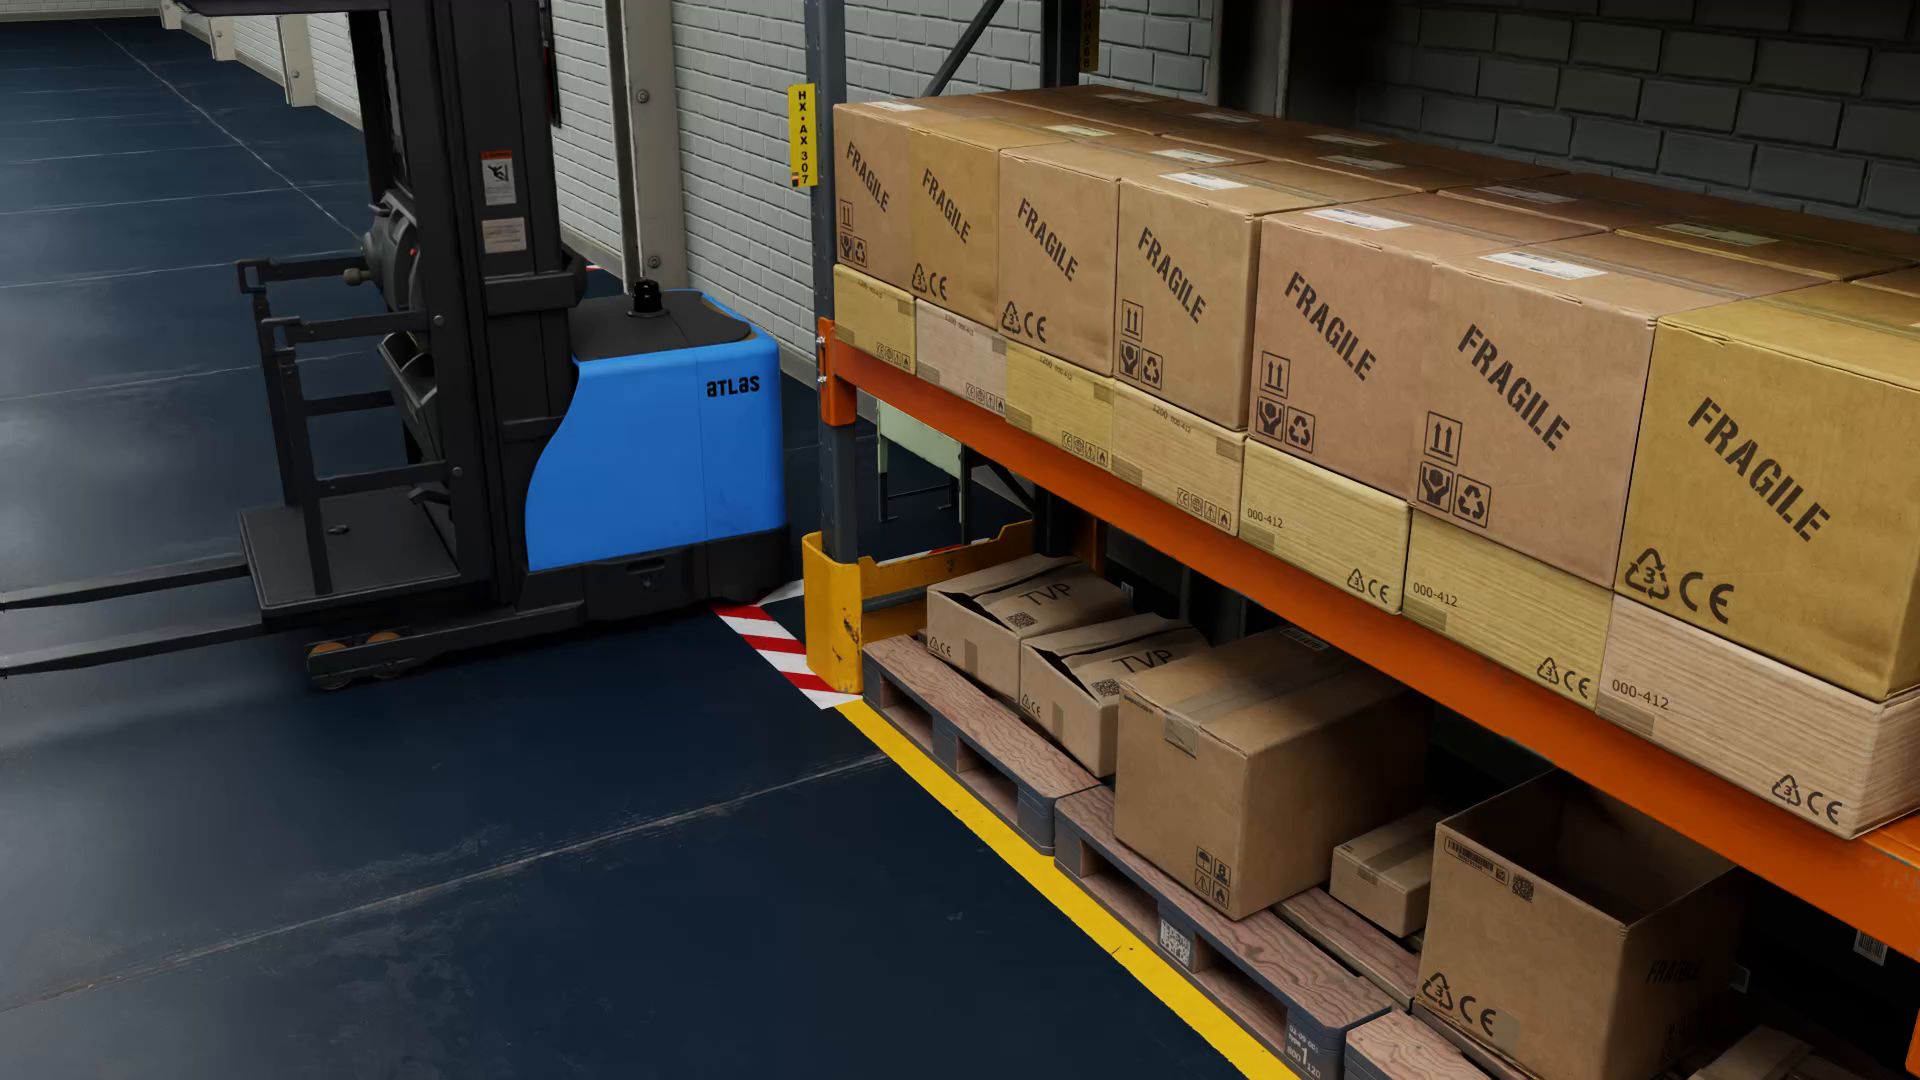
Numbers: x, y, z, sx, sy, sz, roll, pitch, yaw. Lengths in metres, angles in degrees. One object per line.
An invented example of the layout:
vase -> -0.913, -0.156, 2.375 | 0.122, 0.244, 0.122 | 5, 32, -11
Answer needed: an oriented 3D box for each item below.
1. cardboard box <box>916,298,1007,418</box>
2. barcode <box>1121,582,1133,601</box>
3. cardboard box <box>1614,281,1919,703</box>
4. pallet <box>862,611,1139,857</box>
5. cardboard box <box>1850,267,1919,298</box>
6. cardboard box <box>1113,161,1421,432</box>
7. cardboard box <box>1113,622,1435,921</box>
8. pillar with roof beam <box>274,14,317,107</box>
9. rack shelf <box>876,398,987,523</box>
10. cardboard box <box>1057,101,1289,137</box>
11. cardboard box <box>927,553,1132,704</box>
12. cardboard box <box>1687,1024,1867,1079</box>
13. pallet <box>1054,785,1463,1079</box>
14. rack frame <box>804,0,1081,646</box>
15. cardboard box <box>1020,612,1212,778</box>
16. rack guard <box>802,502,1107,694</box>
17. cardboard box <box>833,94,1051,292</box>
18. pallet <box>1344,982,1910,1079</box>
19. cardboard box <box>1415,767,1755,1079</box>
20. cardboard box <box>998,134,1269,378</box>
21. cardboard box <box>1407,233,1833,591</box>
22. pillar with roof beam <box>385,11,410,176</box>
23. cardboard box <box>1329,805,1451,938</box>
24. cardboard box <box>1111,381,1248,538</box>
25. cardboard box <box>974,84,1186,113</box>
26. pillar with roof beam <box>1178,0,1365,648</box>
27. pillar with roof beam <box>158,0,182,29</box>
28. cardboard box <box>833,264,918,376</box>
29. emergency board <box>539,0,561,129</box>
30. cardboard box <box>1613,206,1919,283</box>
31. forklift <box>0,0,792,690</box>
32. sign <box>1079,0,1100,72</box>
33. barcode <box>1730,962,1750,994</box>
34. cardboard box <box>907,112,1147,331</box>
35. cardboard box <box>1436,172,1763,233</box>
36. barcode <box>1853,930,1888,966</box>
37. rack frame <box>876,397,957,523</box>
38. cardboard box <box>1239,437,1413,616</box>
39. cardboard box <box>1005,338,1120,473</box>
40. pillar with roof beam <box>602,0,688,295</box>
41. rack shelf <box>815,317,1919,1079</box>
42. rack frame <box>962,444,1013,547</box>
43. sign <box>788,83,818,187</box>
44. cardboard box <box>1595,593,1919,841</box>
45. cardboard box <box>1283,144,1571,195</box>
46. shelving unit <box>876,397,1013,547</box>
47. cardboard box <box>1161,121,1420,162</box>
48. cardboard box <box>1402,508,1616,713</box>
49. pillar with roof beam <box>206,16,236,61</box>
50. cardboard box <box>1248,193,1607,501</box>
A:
cardboard box -> 0.212, -0.576, 4.919 | 0.500, 0.250, 0.500 | -13, 26, -30
barcode -> 0.587, 0.187, 5.843 | 0.001, 0.075, 0.075 | -13, 25, -28
cardboard box -> 1.494, -0.107, 2.768 | 0.500, 0.500, 0.500 | -13, 25, -28
pallet -> 0.381, 0.565, 5.641 | 1.003, 0.211, 1.213 | -13, 25, -28
cardboard box -> 1.940, -0.206, 3.010 | 0.500, 0.500, 0.500 | -13, 26, -29
cardboard box -> 0.719, -0.601, 3.982 | 0.500, 0.500, 0.500 | -12, 25, -27
cardboard box -> 0.857, 0.606, 4.572 | 0.700, 0.500, 0.500 | -14, 26, -32
pillar with roof beam -> -11.837, -8.739, 16.860 | 9.100, 9.000, 0.400 | -13, 25, -28
rack shelf -> -0.003, -0.395, 7.157 | 0.431, 0.370, 0.720 | -13, 25, -28
cardboard box -> 0.630, -1.032, 5.043 | 0.500, 0.500, 0.500 | -12, 25, -28
cardboard box -> 0.234, 0.262, 5.670 | 0.500, 0.311, 0.500 | -16, 27, -34
cardboard box -> 1.702, 1.215, 3.517 | 0.380, 0.166, 0.250 | -17, 27, -35
pallet -> 1.000, 0.960, 4.670 | 1.003, 0.211, 1.213 | -13, 25, -28
rack frame -> -0.042, -1.021, 5.840 | 1.000, 3.000, 0.127 | -13, 25, -28
cardboard box -> 0.525, 0.447, 5.216 | 0.500, 0.311, 0.500 | -10, 24, -24
rack guard -> -0.003, 0.162, 6.250 | 1.175, 0.500, 0.348 | -13, 25, -28
cardboard box -> -0.057, -1.096, 5.201 | 0.500, 0.500, 0.500 | -13, 25, -28
pallet -> 1.627, 1.355, 3.697 | 1.003, 0.211, 1.213 | -13, 25, -28
cardboard box -> 1.436, 0.900, 3.850 | 0.500, 0.500, 0.500 | -15, 26, -32
cardboard box -> 0.446, -0.765, 4.388 | 0.500, 0.500, 0.500 | -14, 26, -30
cardboard box -> 1.234, -0.267, 3.162 | 0.500, 0.500, 0.500 | -13, 25, -29
pillar with roof beam -> -8.772, -6.796, 12.082 | 9.100, 9.000, 0.400 | -13, 25, -28
cardboard box -> 1.201, 0.869, 4.391 | 0.380, 0.149, 0.250 | -15, 26, -32
cardboard box -> 0.723, -0.246, 4.106 | 0.500, 0.250, 0.500 | -12, 25, -28
cardboard box -> 0.381, -1.196, 5.448 | 0.500, 0.500, 0.500 | -13, 25, -29
pillar with roof beam -> -2.642, -2.912, 2.525 | 9.100, 9.000, 0.400 | -13, 25, -28
pillar with roof beam -> -17.967, -12.623, 26.417 | 9.100, 9.000, 0.400 | -13, 25, -28
cardboard box -> -0.066, -0.742, 5.325 | 0.500, 0.250, 0.500 | -13, 26, -30
emergency board -> -3.236, -3.710, 12.456 | 0.194, 1.169, 0.643 | -13, 25, -28
cardboard box -> 1.679, -0.374, 3.424 | 0.500, 0.500, 0.500 | -13, 25, -29
forklift -> -2.235, -1.046, 5.994 | 3.031, 2.935, 1.130 | -11, 24, -24
sign -> 0.445, -1.804, 5.809 | 0.100, 0.325, 0.005 | -13, 25, -28
barcode -> 1.825, 1.025, 3.914 | 0.001, 0.075, 0.075 | -13, 25, -28
cardboard box -> 0.187, -0.934, 4.802 | 0.500, 0.500, 0.500 | -13, 25, -28
cardboard box -> 1.430, -0.536, 3.824 | 0.500, 0.500, 0.500 | -12, 25, -27
barcode -> 1.931, 0.859, 3.525 | 0.001, 0.075, 0.075 | -13, 25, -28
rack frame -> -0.190, -0.815, 7.326 | 0.400, 1.500, 0.023 | -13, 25, -28
cardboard box -> 0.981, -0.084, 3.706 | 0.500, 0.250, 0.500 | -13, 25, -29
cardboard box -> 0.467, -0.410, 4.510 | 0.500, 0.250, 0.500 | -13, 26, -29
pillar with roof beam -> -5.707, -4.854, 7.303 | 9.100, 9.000, 0.400 | -13, 25, -28
rack shelf -> 0.979, -0.040, 4.382 | 1.077, 0.370, 4.000 | -13, 25, -28
rack frame -> 0.183, -0.579, 6.743 | 0.400, 1.500, 0.023 | -13, 25, -28
sign -> -0.509, -1.318, 5.420 | 0.100, 0.325, 0.005 | -13, 25, -28
cardboard box -> 1.498, 0.239, 2.912 | 0.500, 0.250, 0.500 | -13, 25, -28
cardboard box -> 1.155, -0.702, 4.232 | 0.500, 0.500, 0.500 | -12, 25, -28
shelving unit -> -0.003, -0.697, 7.034 | 0.431, 1.500, 0.755 | -13, 25, -28
cardboard box -> 0.898, -0.865, 4.633 | 0.500, 0.500, 0.500 | -13, 26, -30
cardboard box -> 1.251, 0.076, 3.313 | 0.500, 0.250, 0.500 | -12, 25, -28
pillar with roof beam -> -14.902, -10.681, 21.639 | 9.100, 9.000, 0.400 | -13, 25, -28
cardboard box -> 0.986, -0.432, 3.568 | 0.500, 0.500, 0.500 | -13, 26, -30
